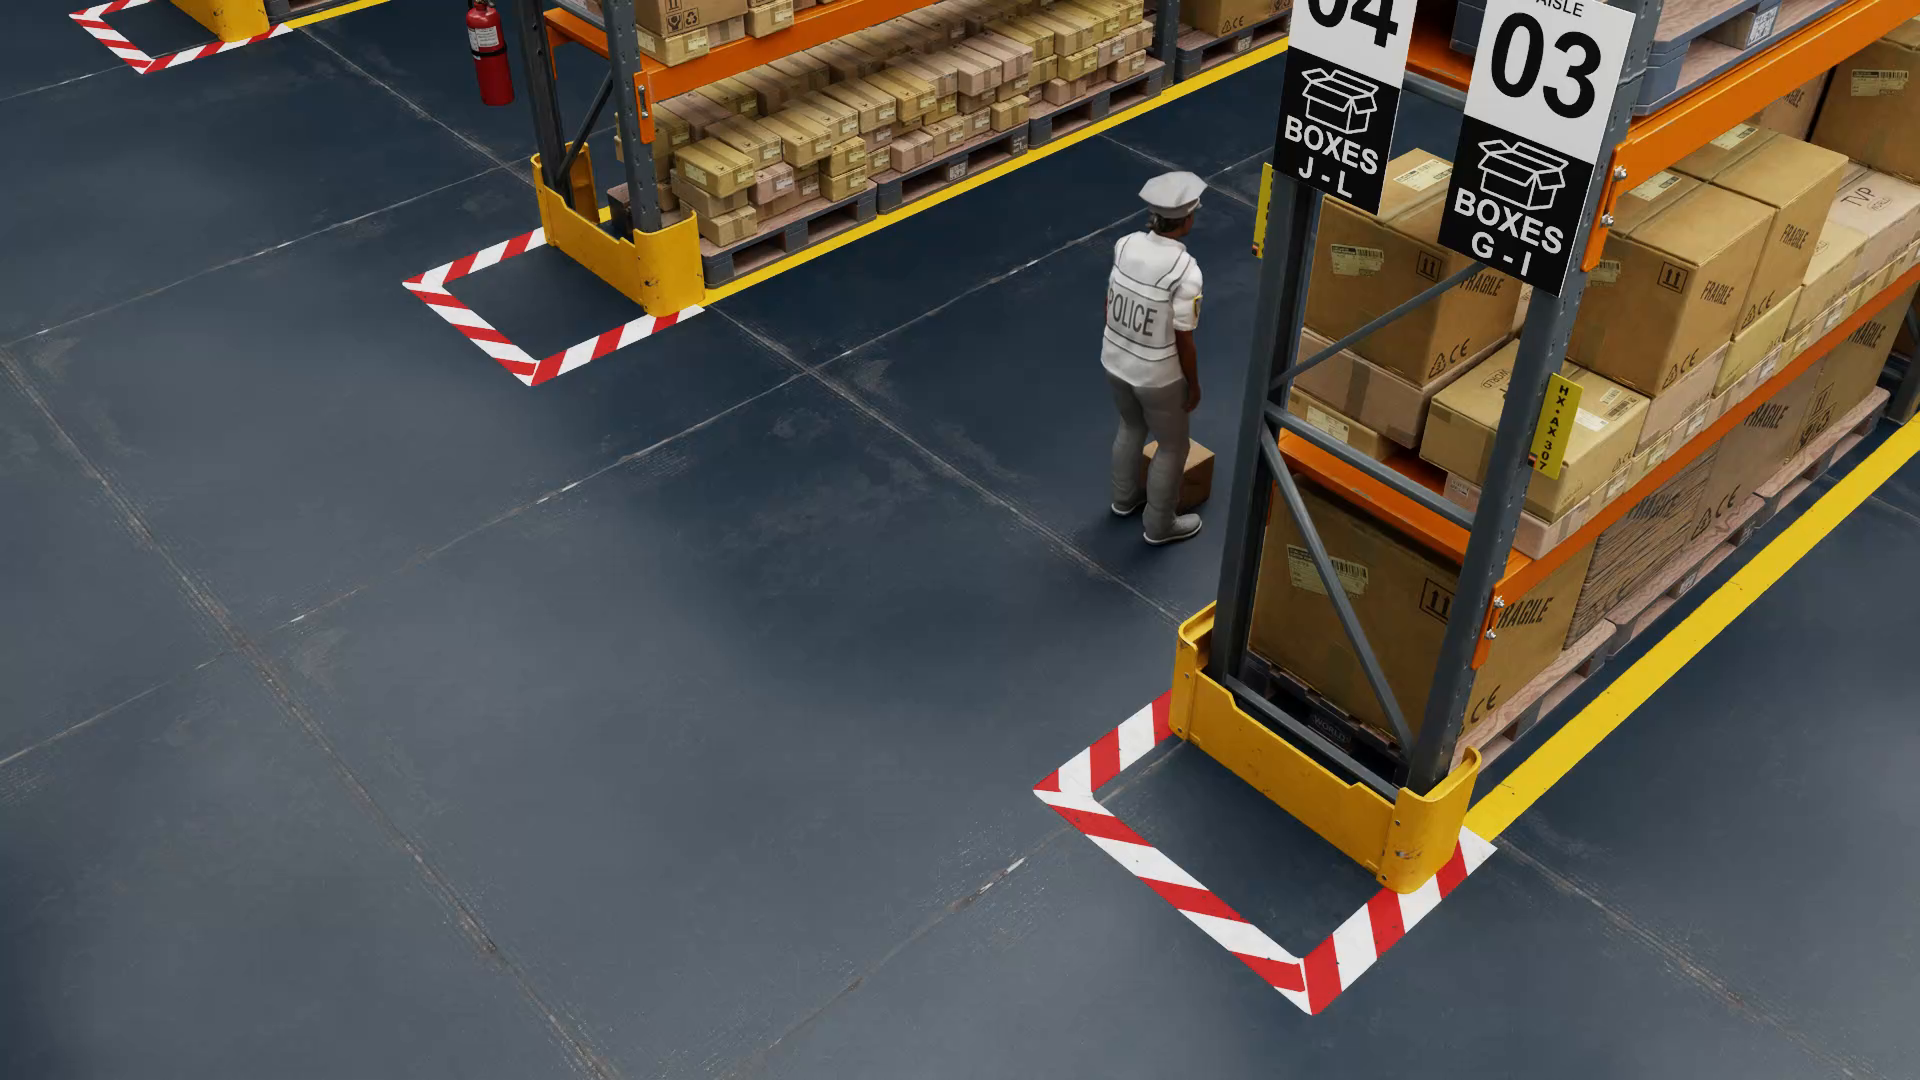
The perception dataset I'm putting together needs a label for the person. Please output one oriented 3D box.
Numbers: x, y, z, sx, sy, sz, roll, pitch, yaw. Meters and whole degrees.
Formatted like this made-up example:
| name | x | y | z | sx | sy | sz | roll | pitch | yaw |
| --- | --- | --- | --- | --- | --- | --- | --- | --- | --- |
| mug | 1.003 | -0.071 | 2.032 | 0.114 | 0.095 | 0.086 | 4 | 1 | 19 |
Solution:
| name | x | y | z | sx | sy | sz | roll | pitch | yaw |
| --- | --- | --- | --- | --- | --- | --- | --- | --- | --- |
| person | 0.826 | -0.736 | 7.034 | 0.422 | 1.656 | 0.503 | -31 | 49 | -31 |
